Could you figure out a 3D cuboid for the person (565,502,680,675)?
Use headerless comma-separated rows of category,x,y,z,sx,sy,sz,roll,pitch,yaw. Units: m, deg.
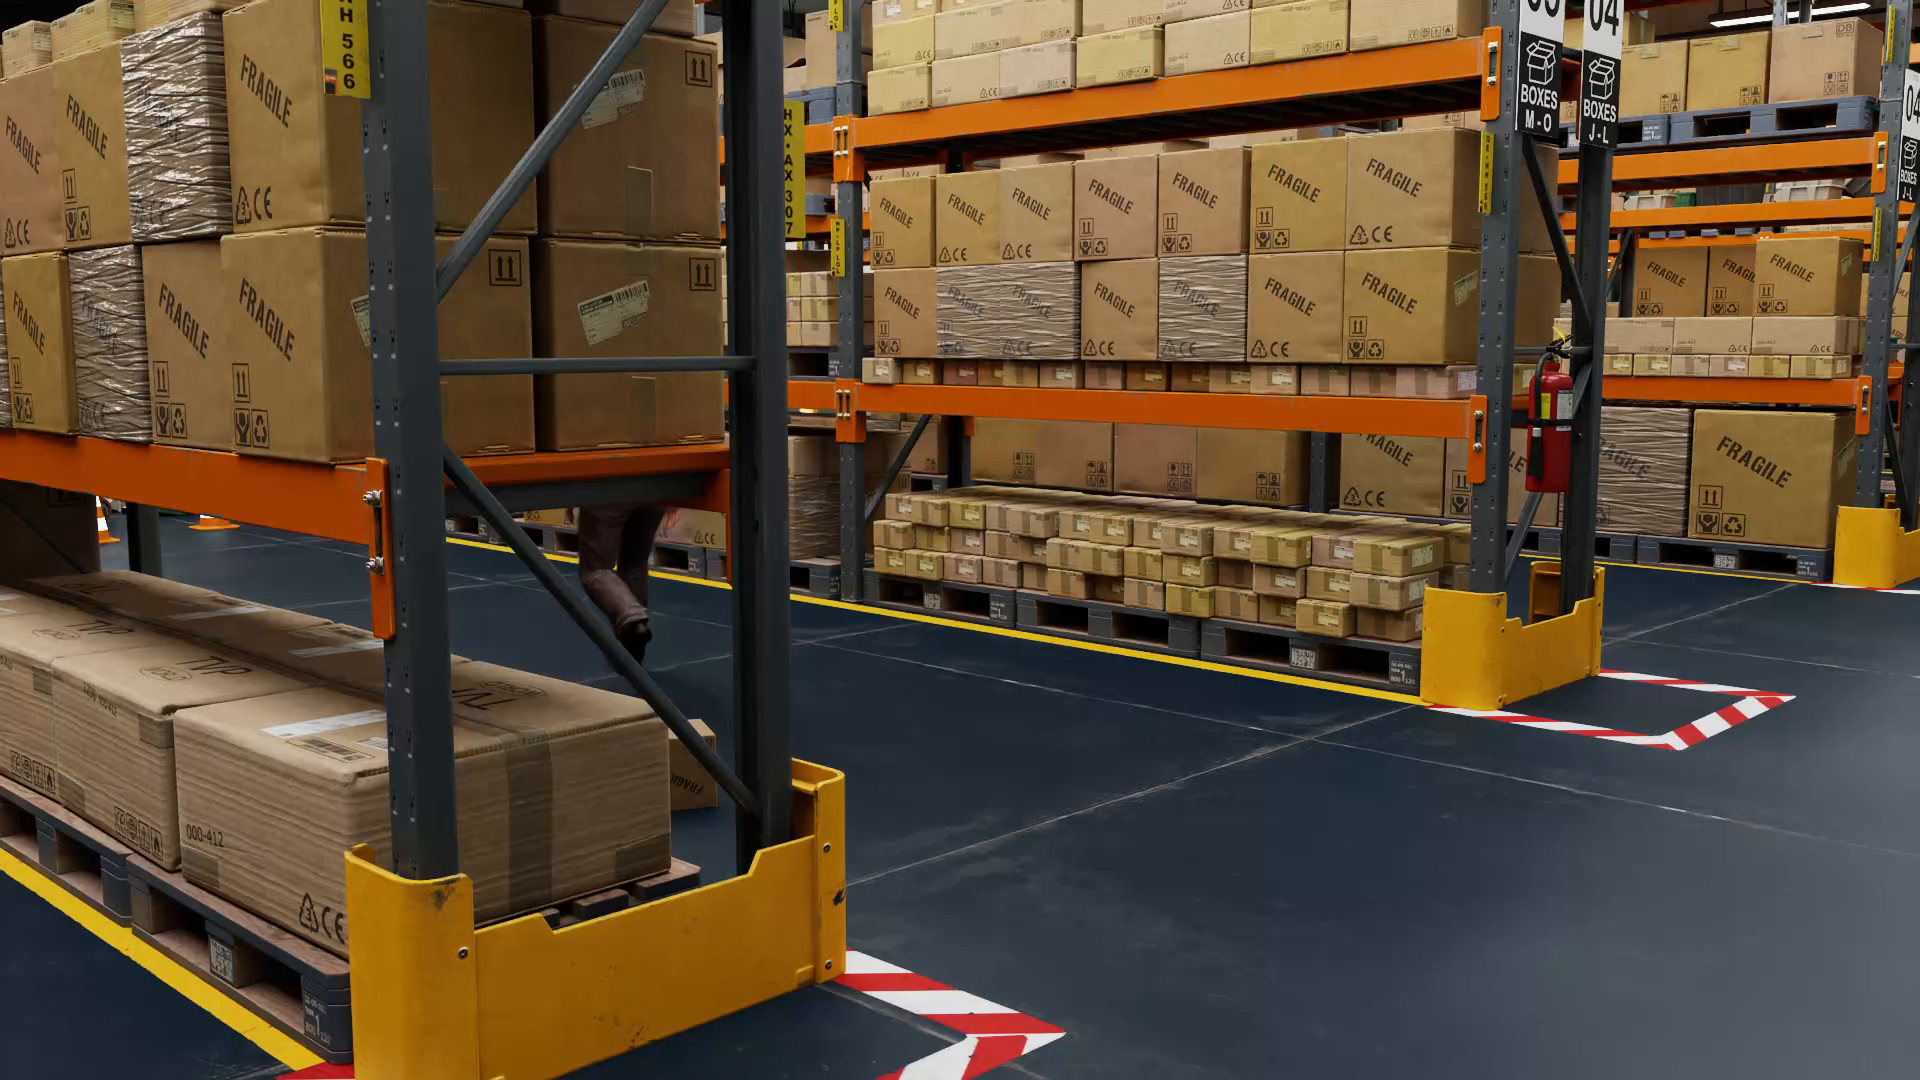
person,-1.520,-0.223,7.583,0.530,1.692,0.839,-5,8,-33
